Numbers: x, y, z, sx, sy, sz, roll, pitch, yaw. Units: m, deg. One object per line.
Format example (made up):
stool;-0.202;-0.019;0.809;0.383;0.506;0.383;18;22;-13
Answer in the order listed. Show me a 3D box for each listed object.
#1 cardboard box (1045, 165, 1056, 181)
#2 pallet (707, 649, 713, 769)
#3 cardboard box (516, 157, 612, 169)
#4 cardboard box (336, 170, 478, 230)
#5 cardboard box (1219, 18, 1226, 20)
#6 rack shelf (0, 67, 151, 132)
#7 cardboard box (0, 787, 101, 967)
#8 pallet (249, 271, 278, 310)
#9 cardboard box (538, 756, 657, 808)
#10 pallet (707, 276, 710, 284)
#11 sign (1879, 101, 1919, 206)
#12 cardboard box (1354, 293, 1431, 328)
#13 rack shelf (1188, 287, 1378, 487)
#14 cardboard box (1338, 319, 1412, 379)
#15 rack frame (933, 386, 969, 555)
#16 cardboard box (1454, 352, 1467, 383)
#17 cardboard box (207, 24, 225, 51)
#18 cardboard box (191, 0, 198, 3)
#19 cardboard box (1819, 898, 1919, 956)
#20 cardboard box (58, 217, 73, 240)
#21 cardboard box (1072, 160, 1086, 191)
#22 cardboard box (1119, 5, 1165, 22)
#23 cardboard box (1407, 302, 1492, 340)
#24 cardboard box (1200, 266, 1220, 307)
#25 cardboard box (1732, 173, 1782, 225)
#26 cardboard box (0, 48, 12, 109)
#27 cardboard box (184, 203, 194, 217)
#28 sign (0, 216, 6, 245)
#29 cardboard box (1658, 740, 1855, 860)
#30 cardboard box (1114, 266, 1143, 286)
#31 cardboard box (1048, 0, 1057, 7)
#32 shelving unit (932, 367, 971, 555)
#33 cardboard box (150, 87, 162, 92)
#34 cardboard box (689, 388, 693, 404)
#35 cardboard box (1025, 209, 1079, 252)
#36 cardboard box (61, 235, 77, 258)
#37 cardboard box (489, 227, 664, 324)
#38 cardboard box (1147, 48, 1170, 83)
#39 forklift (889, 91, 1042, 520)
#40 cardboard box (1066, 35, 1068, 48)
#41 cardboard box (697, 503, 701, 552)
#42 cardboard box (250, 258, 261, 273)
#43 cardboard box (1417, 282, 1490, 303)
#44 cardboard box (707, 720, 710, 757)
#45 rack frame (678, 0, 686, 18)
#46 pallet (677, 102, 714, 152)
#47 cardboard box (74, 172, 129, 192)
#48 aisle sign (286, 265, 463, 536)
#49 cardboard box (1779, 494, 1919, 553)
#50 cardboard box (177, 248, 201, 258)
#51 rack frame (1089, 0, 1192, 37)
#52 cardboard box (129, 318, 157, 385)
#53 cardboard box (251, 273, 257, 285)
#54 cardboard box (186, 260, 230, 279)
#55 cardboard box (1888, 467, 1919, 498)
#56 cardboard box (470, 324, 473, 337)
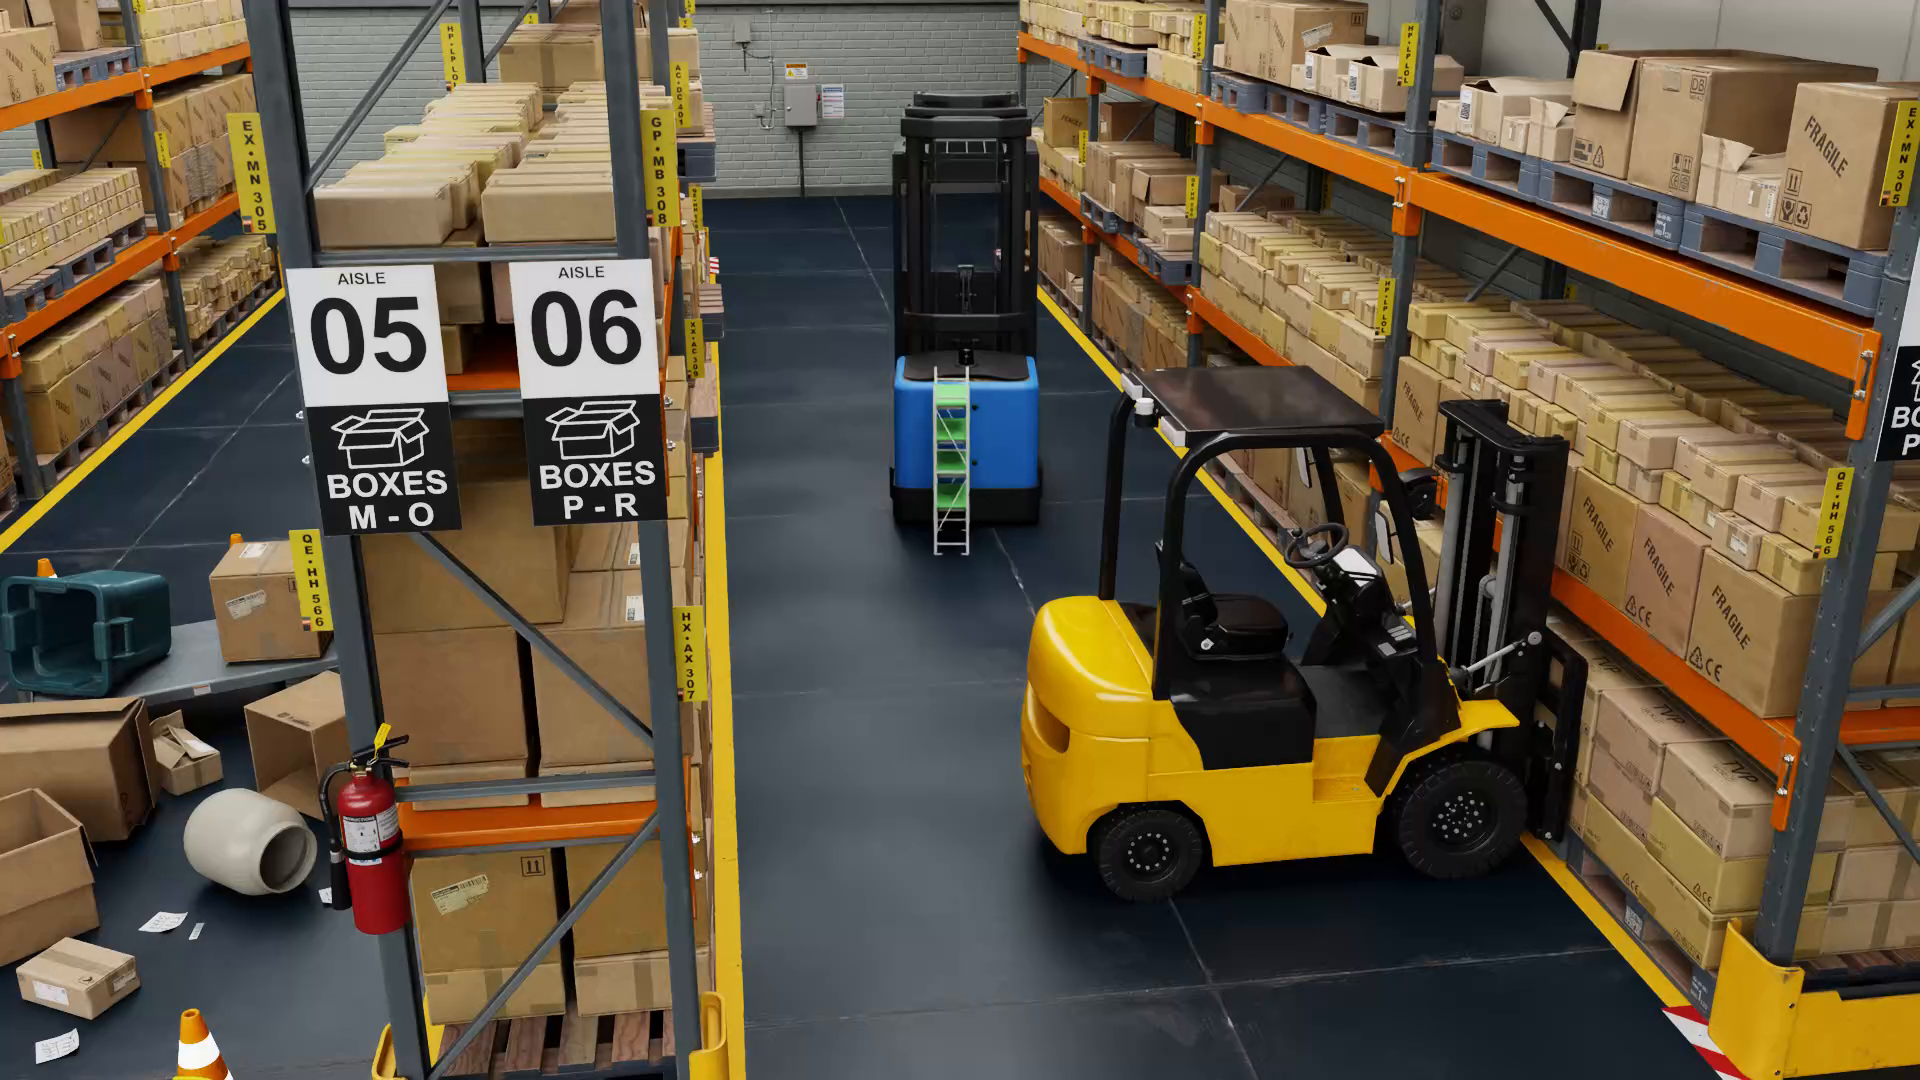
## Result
cardboard box;1.187;-4.215;19.074;0.380;0.149;0.250;-2;21;-7
pallet;-1.833;0.944;8.886;1.003;0.211;1.213;-3;21;-8
cardboard box;-1.265;-1.178;5.516;0.380;0.149;0.250;-3;21;-8
cardboard box;-1.729;-1.062;5.206;0.380;0.149;0.250;-3;21;-7
cardboard box;2.094;-4.091;13.314;0.380;0.149;0.250;-4;21;-10
rack shelf;-7.714;-3.454;13.417;1.077;0.370;4.000;-3;21;-8
cardboard box;-4.147;1.481;7.031;0.637;0.503;0.797;17;27;39
pallet;-8.486;-2.847;19.038;1.003;0.211;1.213;-3;21;-8
cardboard box;-1.233;0.782;5.695;0.380;0.149;0.250;-3;21;-8
pallet;-3.330;-2.747;18.769;1.003;0.211;1.213;-3;21;-8
sign;2.984;-1.220;5.256;0.100;0.325;0.005;-3;21;-8
cardboard box;2.622;-1.391;10.083;0.380;0.149;0.250;-3;21;-9
rack shelf;2.658;-1.200;11.670;1.077;0.370;4.000;-3;21;-8
cardboard box;2.622;-1.166;10.049;0.500;0.250;0.500;-3;21;-9
rack frame;-0.058;-0.459;11.229;0.240;1.200;0.015;0;20;0
cardboard box;2.836;-0.893;8.750;0.380;0.149;0.250;-3;21;-8
cardboard box;-8.112;-5.305;17.560;0.500;0.250;0.500;-2;21;-5
cardboard box;-8.040;-5.585;17.024;0.380;0.149;0.250;-3;21;-9
cardboard box;3.646;1.452;6.871;0.500;0.250;0.500;-3;21;-8
cardboard box;-7.484;-2.535;13.549;0.380;0.149;0.250;-3;21;-8
cardboard box;1.478;-3.847;17.519;0.500;0.250;0.500;-2;21;-6
cardboard box;1.664;-4.807;15.203;0.380;0.149;0.250;-3;21;-7
cardboard box;2.699;-1.209;9.171;0.380;0.149;0.250;-2;21;-7
cardboard box;2.192;-1.993;12.980;0.500;0.250;0.500;-3;21;-8
cardboard box;3.103;-1.262;6.137;0.380;0.149;0.250;-4;21;-9
cardboard box;-7.244;-3.356;11.985;0.500;0.500;0.500;-3;21;-8
cardboard box;-7.954;-3.345;16.743;0.380;0.149;0.250;-4;21;-10
sign;-6.877;-2.265;11.838;0.100;0.325;0.005;-3;21;-8
cardboard box;3.148;1.020;6.599;0.500;0.250;0.500;-2;21;-6
cardboard box;1.746;-2.626;16.505;0.380;0.149;0.250;-4;21;-11
cardboard box;1.256;-6.015;18.322;0.500;0.250;0.500;-2;21;-6
shelving unit;-0.058;-0.544;11.458;0.258;1.200;0.503;0;20;0
cardboard box;-8.568;-4.417;17.258;0.500;0.500;0.500;-4;21;-9
cardboard box;-1.732;-0.879;9.542;0.380;0.149;0.250;-3;21;-7
cardboard box;1.211;-3.810;20.598;0.797;0.503;0.637;-4;21;-10
cardboard box;-7.483;-2.396;13.604;0.380;0.149;0.250;-3;21;-7
cardboard box;-1.197;-0.870;5.260;0.500;0.250;0.500;-3;21;-9
cardboard box;1.910;-4.077;14.272;0.500;0.250;0.500;-3;21;-8
forklift;0.041;-1.978;12.822;1.130;2.935;3.031;0;20;0
cardboard box;1.346;-5.369;17.876;0.380;0.149;0.250;-2;21;-6
cardboard box;-2.150;0.011;10.554;0.950;0.372;0.625;-2;21;-4
cardboard box;-8.144;-3.115;18.819;0.380;0.149;0.250;-4;21;-10
cardboard box;3.086;-1.510;10.401;0.380;0.149;0.250;-3;21;-8
cardboard box;-1.459;1.050;7.948;0.500;0.250;0.500;-3;21;-7
rack frame;-3.118;-6.173;15.383;1.000;3.000;0.127;-3;21;-8
pallet;-2.101;-2.488;10.072;1.213;0.211;1.003;-3;21;-8
cardboard box;-7.711;-3.214;14.942;0.380;0.149;0.250;-4;21;-9
aisle sign;-1.667;-0.390;4.757;0.394;0.787;0.004;-3;21;-8
cardboard box;3.263;-0.063;6.103;0.380;0.149;0.250;-3;21;-8
cardboard box;-8.653;-3.140;18.459;0.380;0.149;0.250;-4;21;-10
rack frame;1.793;-6.425;16.056;1.000;3.000;0.127;-3;21;-8
cardboard box;-7.573;-1.683;14.906;0.500;0.500;0.500;-3;21;-9
cardboard box;-8.206;-2.973;18.863;0.380;0.149;0.250;-3;21;-8
cardboard box;-8.047;-2.890;17.791;0.380;0.149;0.250;-3;21;-7
cardboard box;3.709;-0.172;6.394;0.380;0.149;0.250;-2;21;-6
cardboard box;-1.785;-0.689;5.347;0.380;0.149;0.250;-3;21;-7
